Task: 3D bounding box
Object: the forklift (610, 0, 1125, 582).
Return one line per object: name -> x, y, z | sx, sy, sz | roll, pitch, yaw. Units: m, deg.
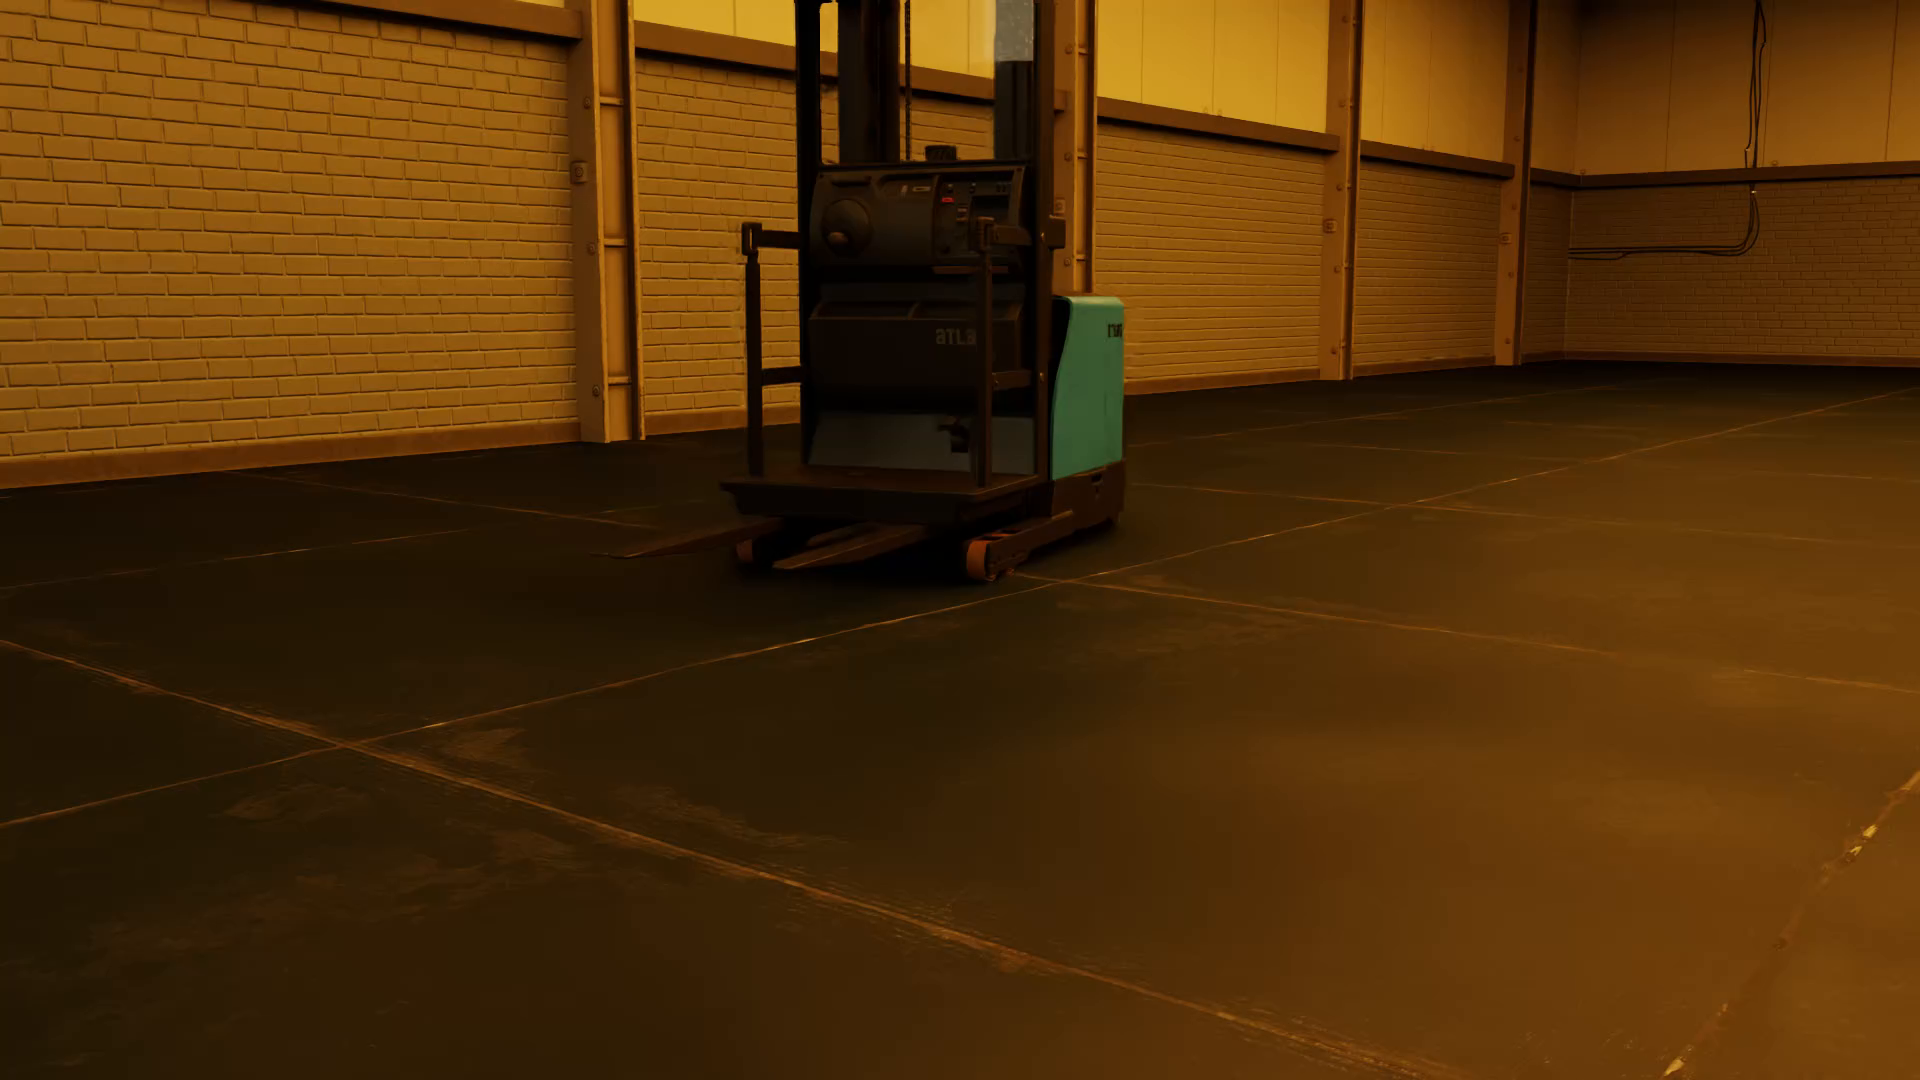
forklift -> -0.261, -1.359, 6.568 | 1.130, 2.935, 3.031 | 4, 9, 23
